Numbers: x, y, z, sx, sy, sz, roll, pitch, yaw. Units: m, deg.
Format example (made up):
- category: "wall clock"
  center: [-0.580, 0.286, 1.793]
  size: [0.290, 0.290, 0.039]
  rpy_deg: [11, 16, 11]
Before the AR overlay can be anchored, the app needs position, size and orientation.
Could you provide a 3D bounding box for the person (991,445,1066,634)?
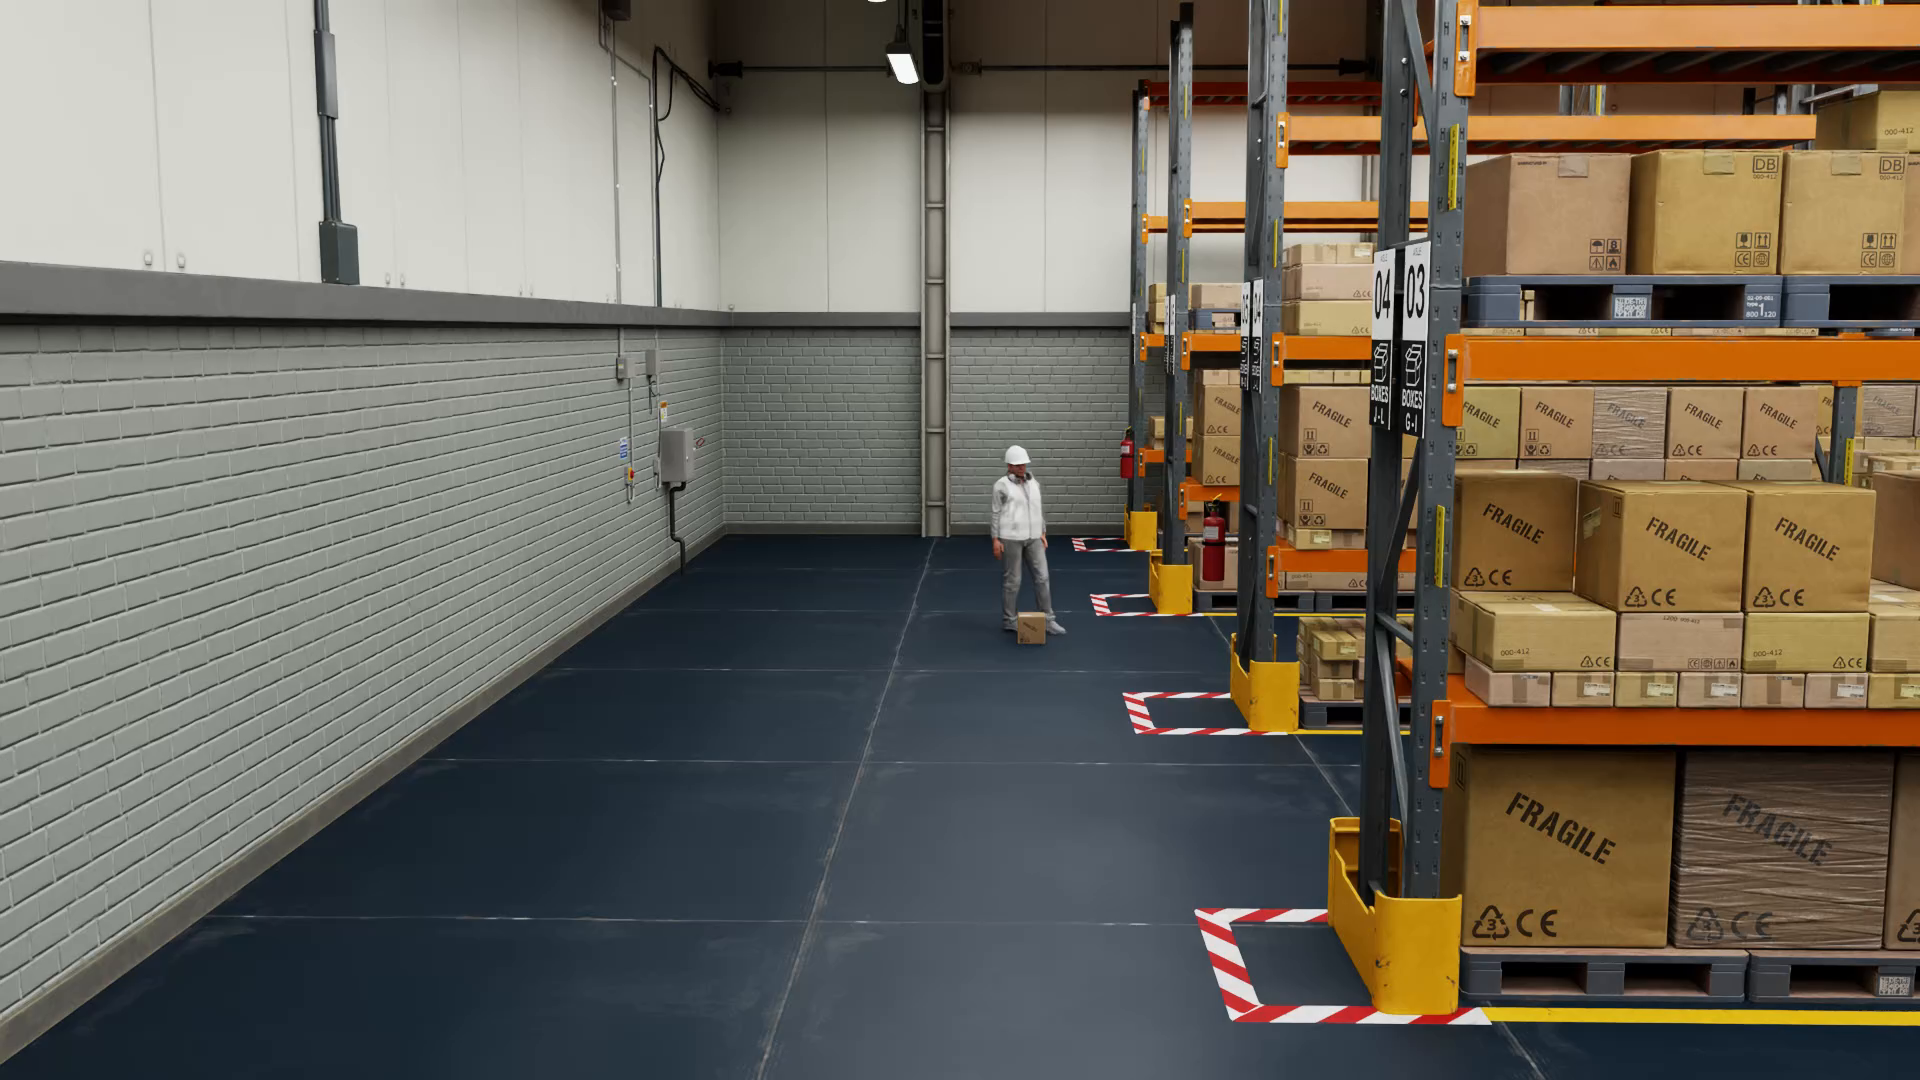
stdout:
- category: "person"
  center: [0.638, 0.002, 15.622]
  size: [0.568, 1.768, 0.614]
  rpy_deg: [-4, 8, -31]
